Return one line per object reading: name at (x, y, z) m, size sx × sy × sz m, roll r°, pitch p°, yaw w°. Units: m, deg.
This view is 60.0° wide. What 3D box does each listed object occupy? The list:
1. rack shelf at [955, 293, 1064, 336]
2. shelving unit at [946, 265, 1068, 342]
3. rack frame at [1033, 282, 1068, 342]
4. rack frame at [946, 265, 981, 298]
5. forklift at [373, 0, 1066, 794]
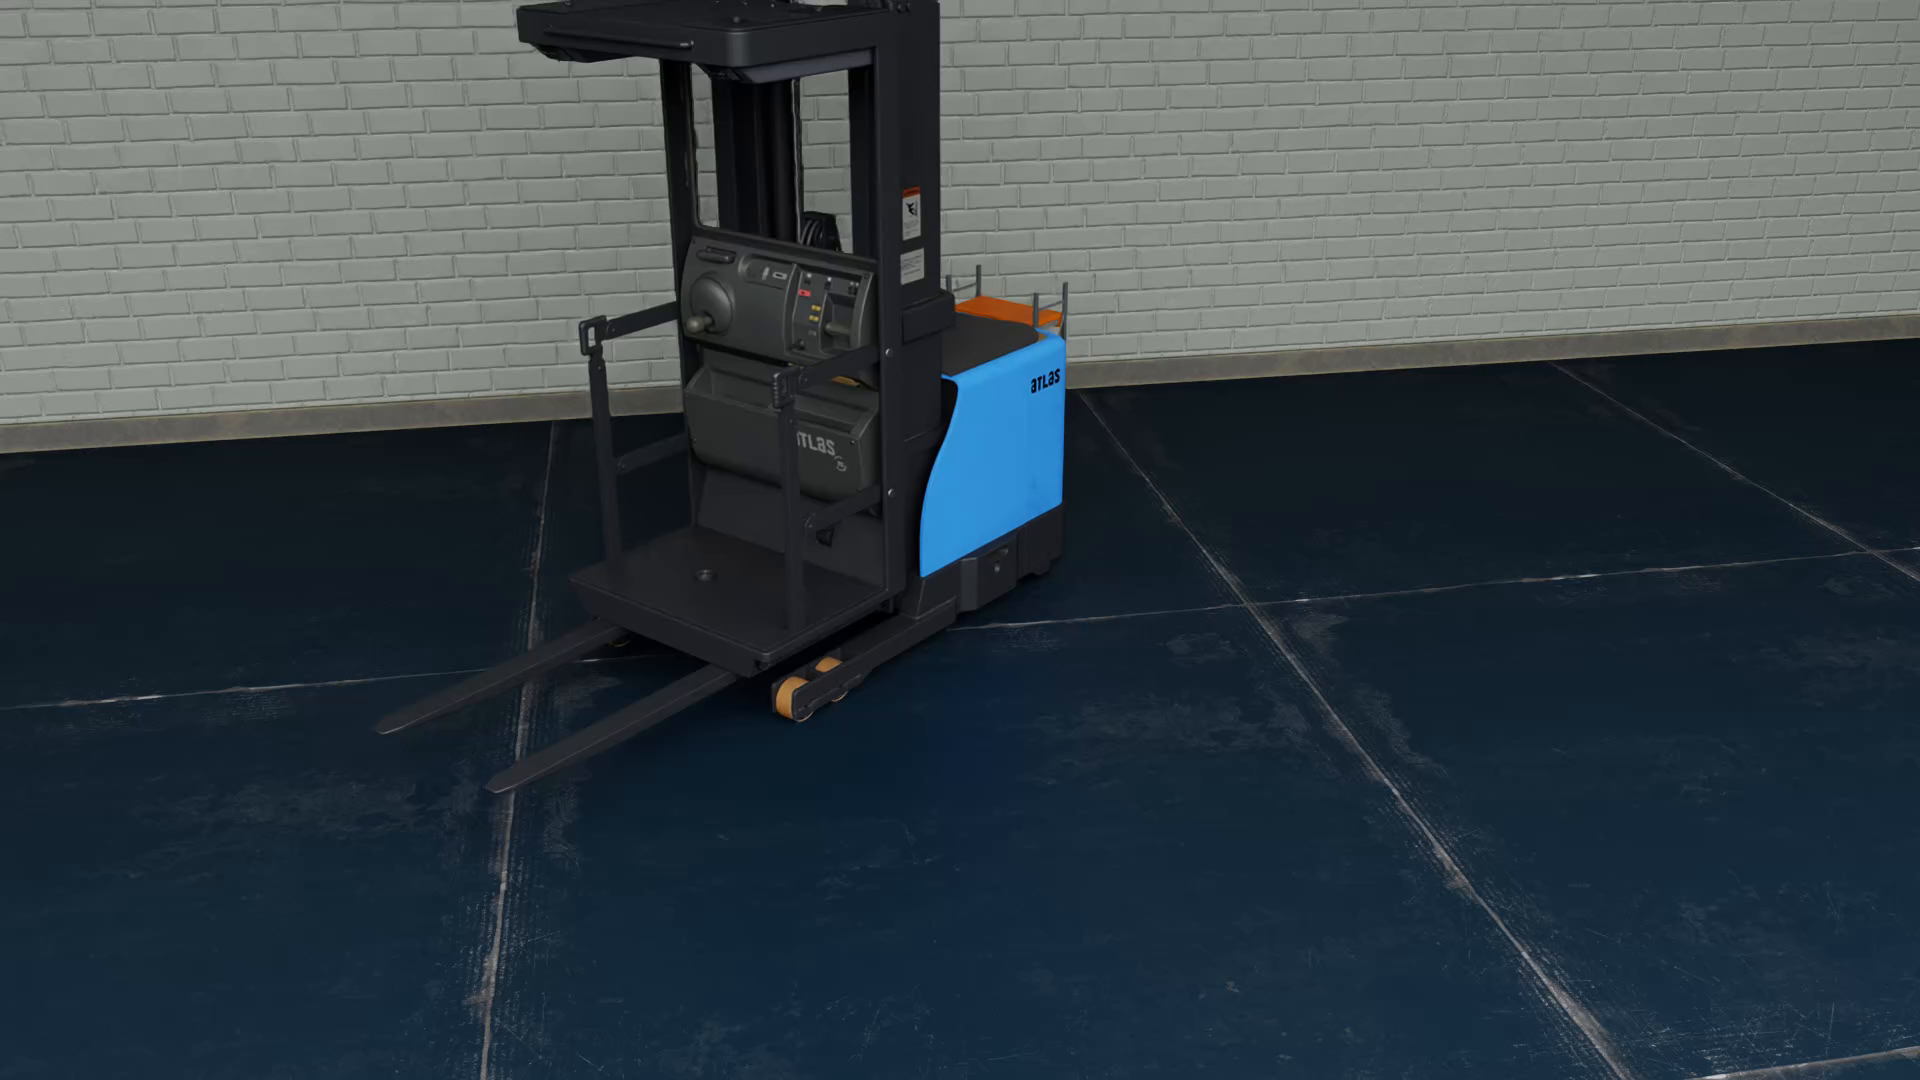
rack shelf at (0.208, -0.978, 7.509) m, size 0.480 × 0.148 × 0.258 m, roll 18°, pitch 29°, yaw 35°
shelving unit at (0.208, -0.618, 7.666) m, size 0.503 × 1.200 × 0.258 m, roll 18°, pitch 29°, yaw 35°
rack frame at (0.398, -0.557, 7.526) m, size 0.015 × 1.200 × 0.240 m, roll 18°, pitch 29°, yaw 35°
rack frame at (0.017, -0.679, 7.806) m, size 0.015 × 1.200 × 0.240 m, roll 18°, pitch 29°, yaw 35°
forklift at (-0.829, -0.889, 6.123) m, size 1.130 × 2.935 × 3.031 m, roll 17°, pitch 29°, yaw 34°
